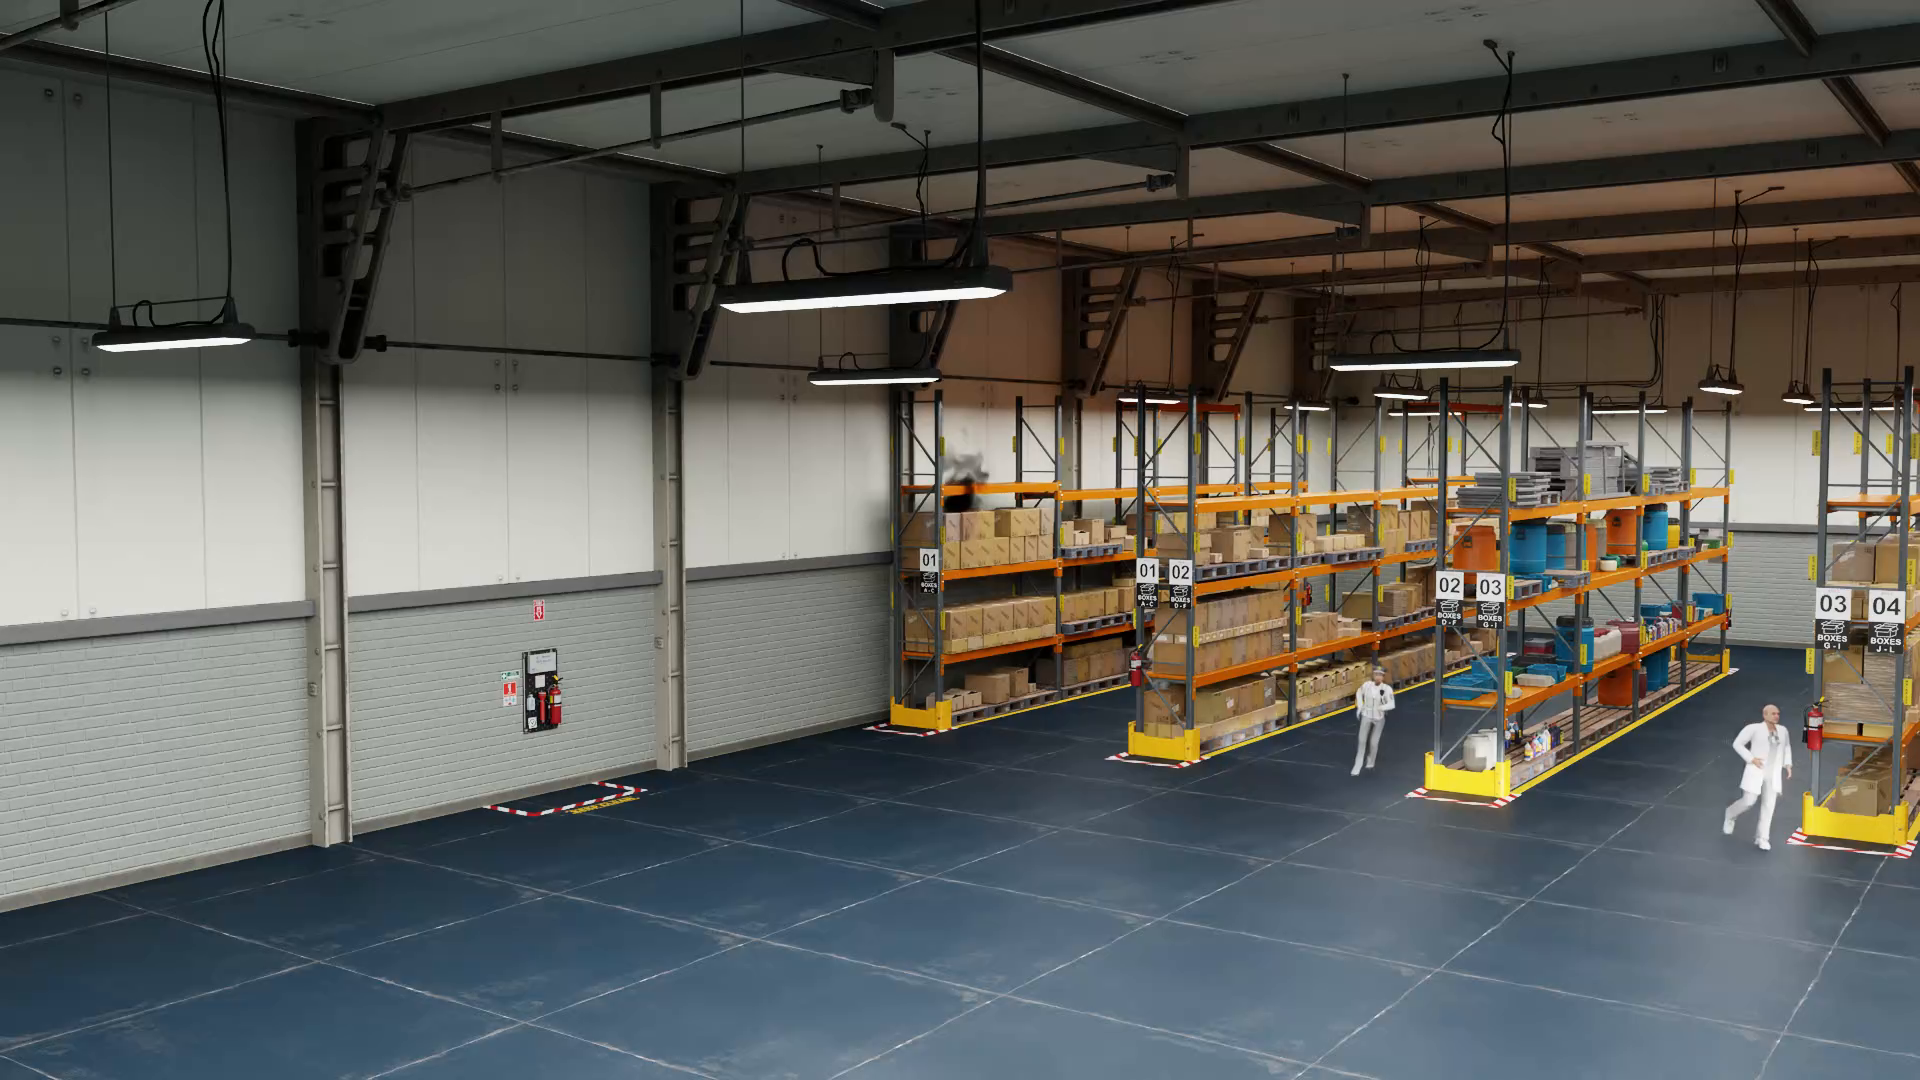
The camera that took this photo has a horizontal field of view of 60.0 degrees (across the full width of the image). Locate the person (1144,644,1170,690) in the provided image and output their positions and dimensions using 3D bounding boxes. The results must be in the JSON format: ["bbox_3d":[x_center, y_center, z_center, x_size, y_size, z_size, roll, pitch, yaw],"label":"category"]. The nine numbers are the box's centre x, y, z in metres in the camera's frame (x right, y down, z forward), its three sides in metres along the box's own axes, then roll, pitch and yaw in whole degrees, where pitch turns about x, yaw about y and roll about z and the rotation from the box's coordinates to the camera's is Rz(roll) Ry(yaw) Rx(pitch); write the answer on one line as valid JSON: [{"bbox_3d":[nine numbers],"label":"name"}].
[{"bbox_3d":[3.662,2.452,29.985,0.700,1.739,0.801,2,4,27],"label":"person"}]

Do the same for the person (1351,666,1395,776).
[{"bbox_3d":[6.333,2.755,25.424,0.623,1.690,0.738,1,3,19],"label":"person"}]

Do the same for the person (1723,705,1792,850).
[{"bbox_3d":[10.125,2.942,20.899,0.772,1.733,1.027,0,3,2],"label":"person"}]
